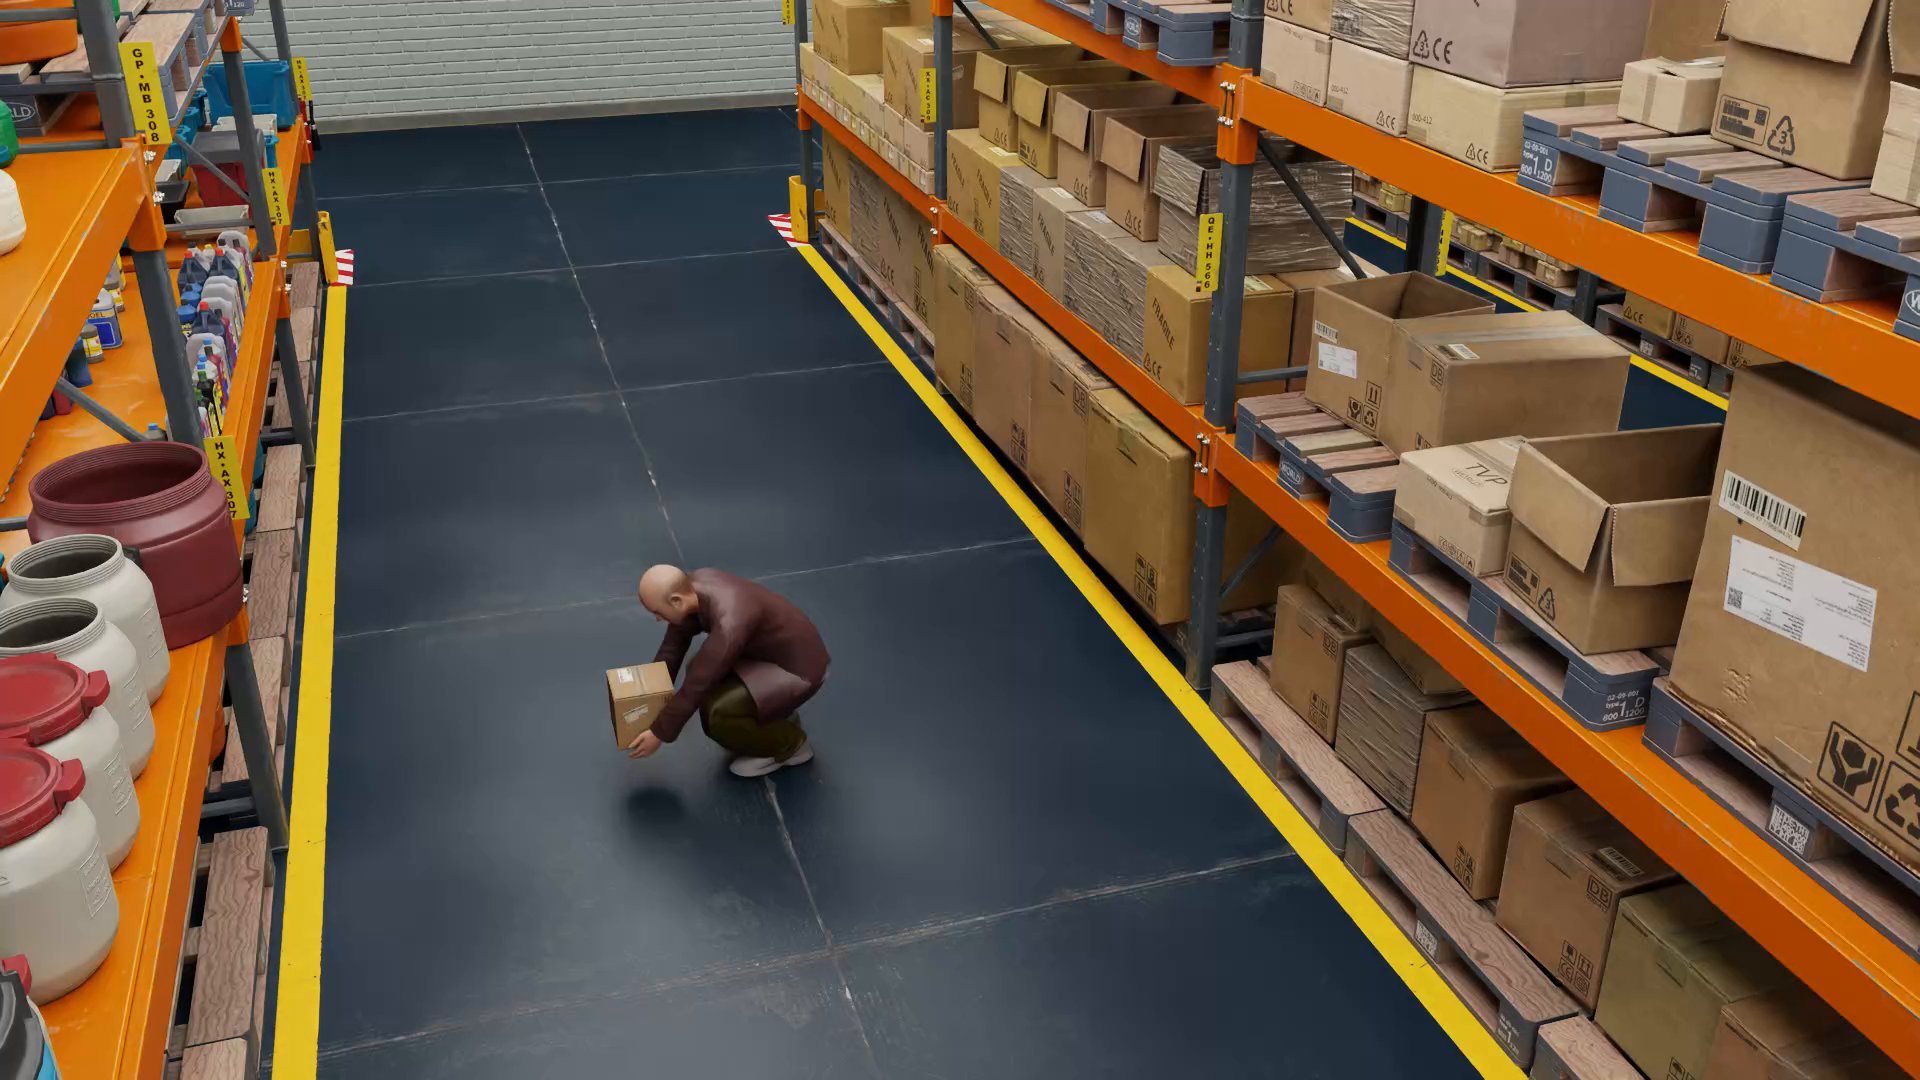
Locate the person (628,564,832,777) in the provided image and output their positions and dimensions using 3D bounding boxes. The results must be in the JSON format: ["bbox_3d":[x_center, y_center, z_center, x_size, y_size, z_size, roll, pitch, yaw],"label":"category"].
[{"bbox_3d":[-0.990,0.499,7.006,0.906,0.995,0.605,-8,27,-16],"label":"person"}]
